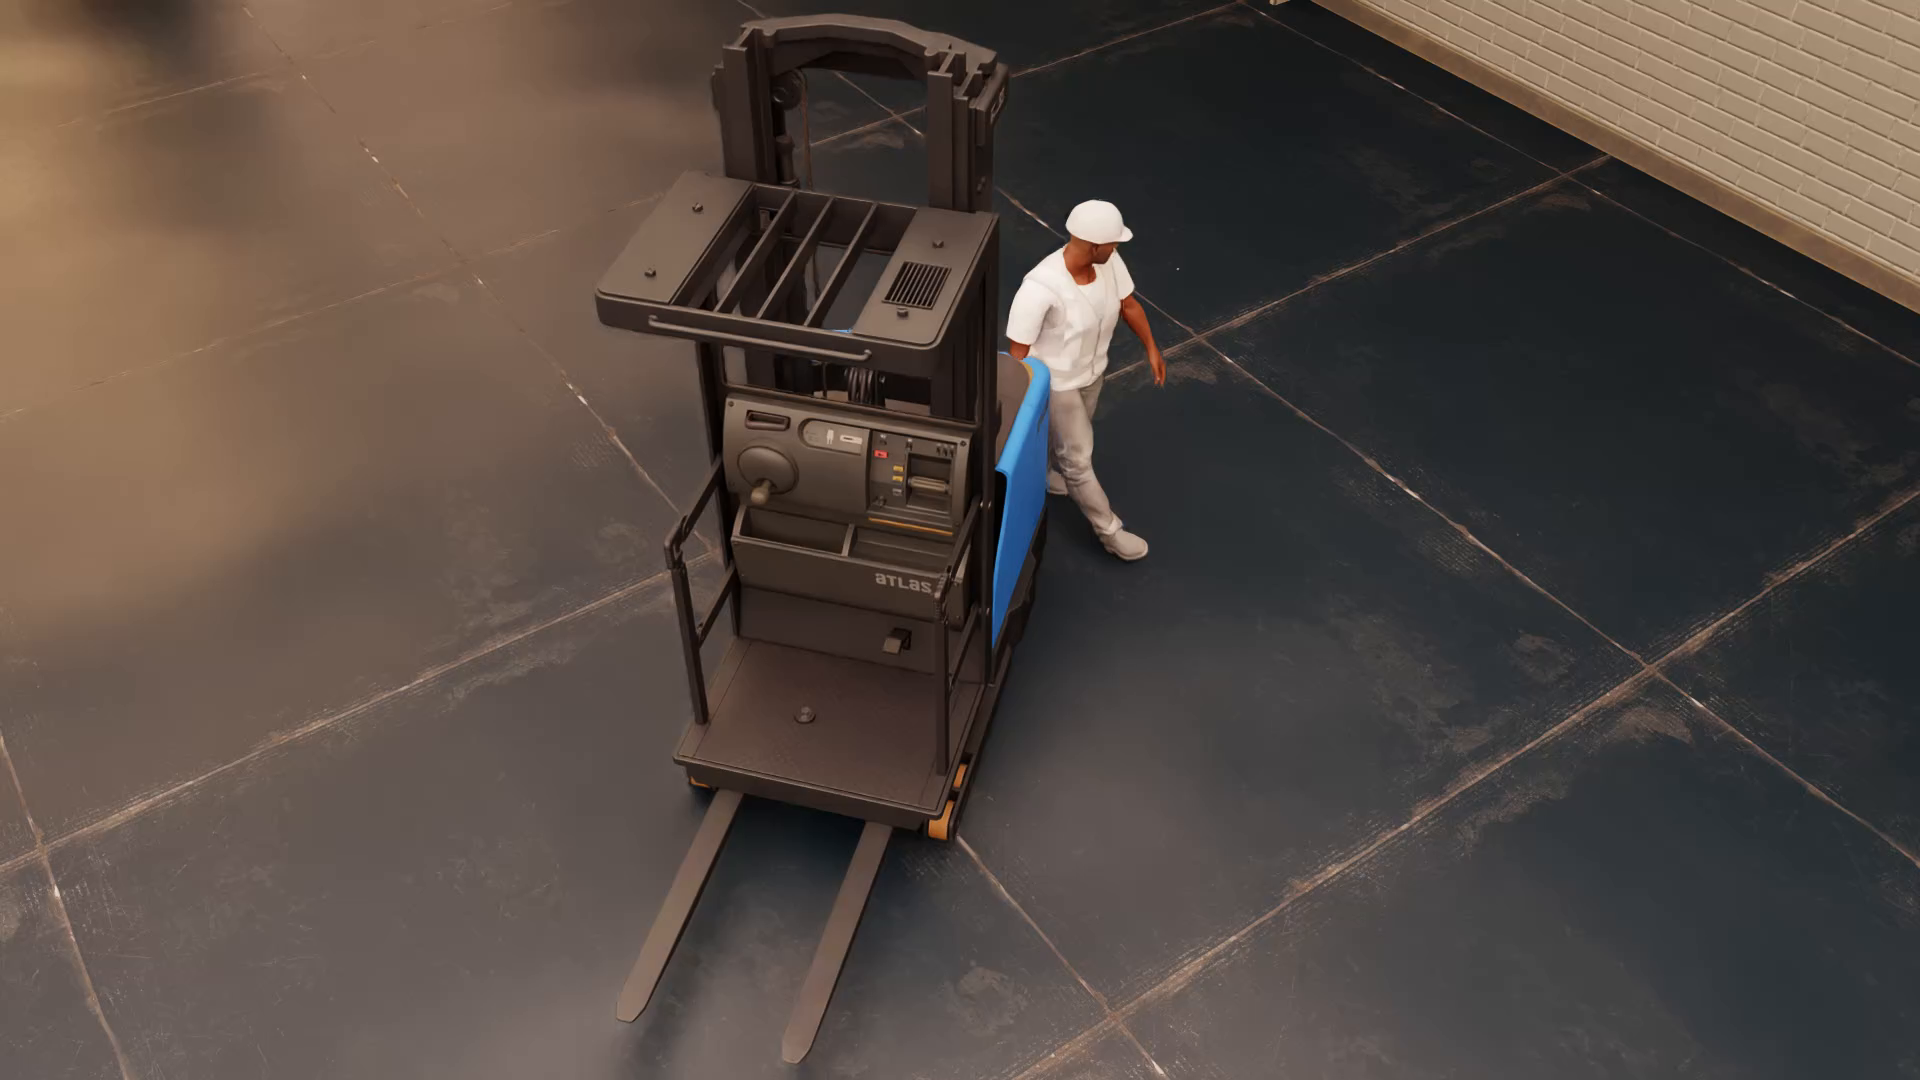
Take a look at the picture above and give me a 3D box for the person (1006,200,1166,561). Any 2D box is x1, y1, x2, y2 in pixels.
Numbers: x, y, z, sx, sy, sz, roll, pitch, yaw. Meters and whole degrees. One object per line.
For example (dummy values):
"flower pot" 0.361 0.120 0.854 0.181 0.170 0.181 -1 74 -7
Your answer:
"person" 0.566 -0.698 7.368 0.915 1.718 0.771 30 50 28

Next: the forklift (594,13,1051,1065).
"forklift" -0.474 -0.189 5.920 1.130 2.935 3.031 10 44 11
